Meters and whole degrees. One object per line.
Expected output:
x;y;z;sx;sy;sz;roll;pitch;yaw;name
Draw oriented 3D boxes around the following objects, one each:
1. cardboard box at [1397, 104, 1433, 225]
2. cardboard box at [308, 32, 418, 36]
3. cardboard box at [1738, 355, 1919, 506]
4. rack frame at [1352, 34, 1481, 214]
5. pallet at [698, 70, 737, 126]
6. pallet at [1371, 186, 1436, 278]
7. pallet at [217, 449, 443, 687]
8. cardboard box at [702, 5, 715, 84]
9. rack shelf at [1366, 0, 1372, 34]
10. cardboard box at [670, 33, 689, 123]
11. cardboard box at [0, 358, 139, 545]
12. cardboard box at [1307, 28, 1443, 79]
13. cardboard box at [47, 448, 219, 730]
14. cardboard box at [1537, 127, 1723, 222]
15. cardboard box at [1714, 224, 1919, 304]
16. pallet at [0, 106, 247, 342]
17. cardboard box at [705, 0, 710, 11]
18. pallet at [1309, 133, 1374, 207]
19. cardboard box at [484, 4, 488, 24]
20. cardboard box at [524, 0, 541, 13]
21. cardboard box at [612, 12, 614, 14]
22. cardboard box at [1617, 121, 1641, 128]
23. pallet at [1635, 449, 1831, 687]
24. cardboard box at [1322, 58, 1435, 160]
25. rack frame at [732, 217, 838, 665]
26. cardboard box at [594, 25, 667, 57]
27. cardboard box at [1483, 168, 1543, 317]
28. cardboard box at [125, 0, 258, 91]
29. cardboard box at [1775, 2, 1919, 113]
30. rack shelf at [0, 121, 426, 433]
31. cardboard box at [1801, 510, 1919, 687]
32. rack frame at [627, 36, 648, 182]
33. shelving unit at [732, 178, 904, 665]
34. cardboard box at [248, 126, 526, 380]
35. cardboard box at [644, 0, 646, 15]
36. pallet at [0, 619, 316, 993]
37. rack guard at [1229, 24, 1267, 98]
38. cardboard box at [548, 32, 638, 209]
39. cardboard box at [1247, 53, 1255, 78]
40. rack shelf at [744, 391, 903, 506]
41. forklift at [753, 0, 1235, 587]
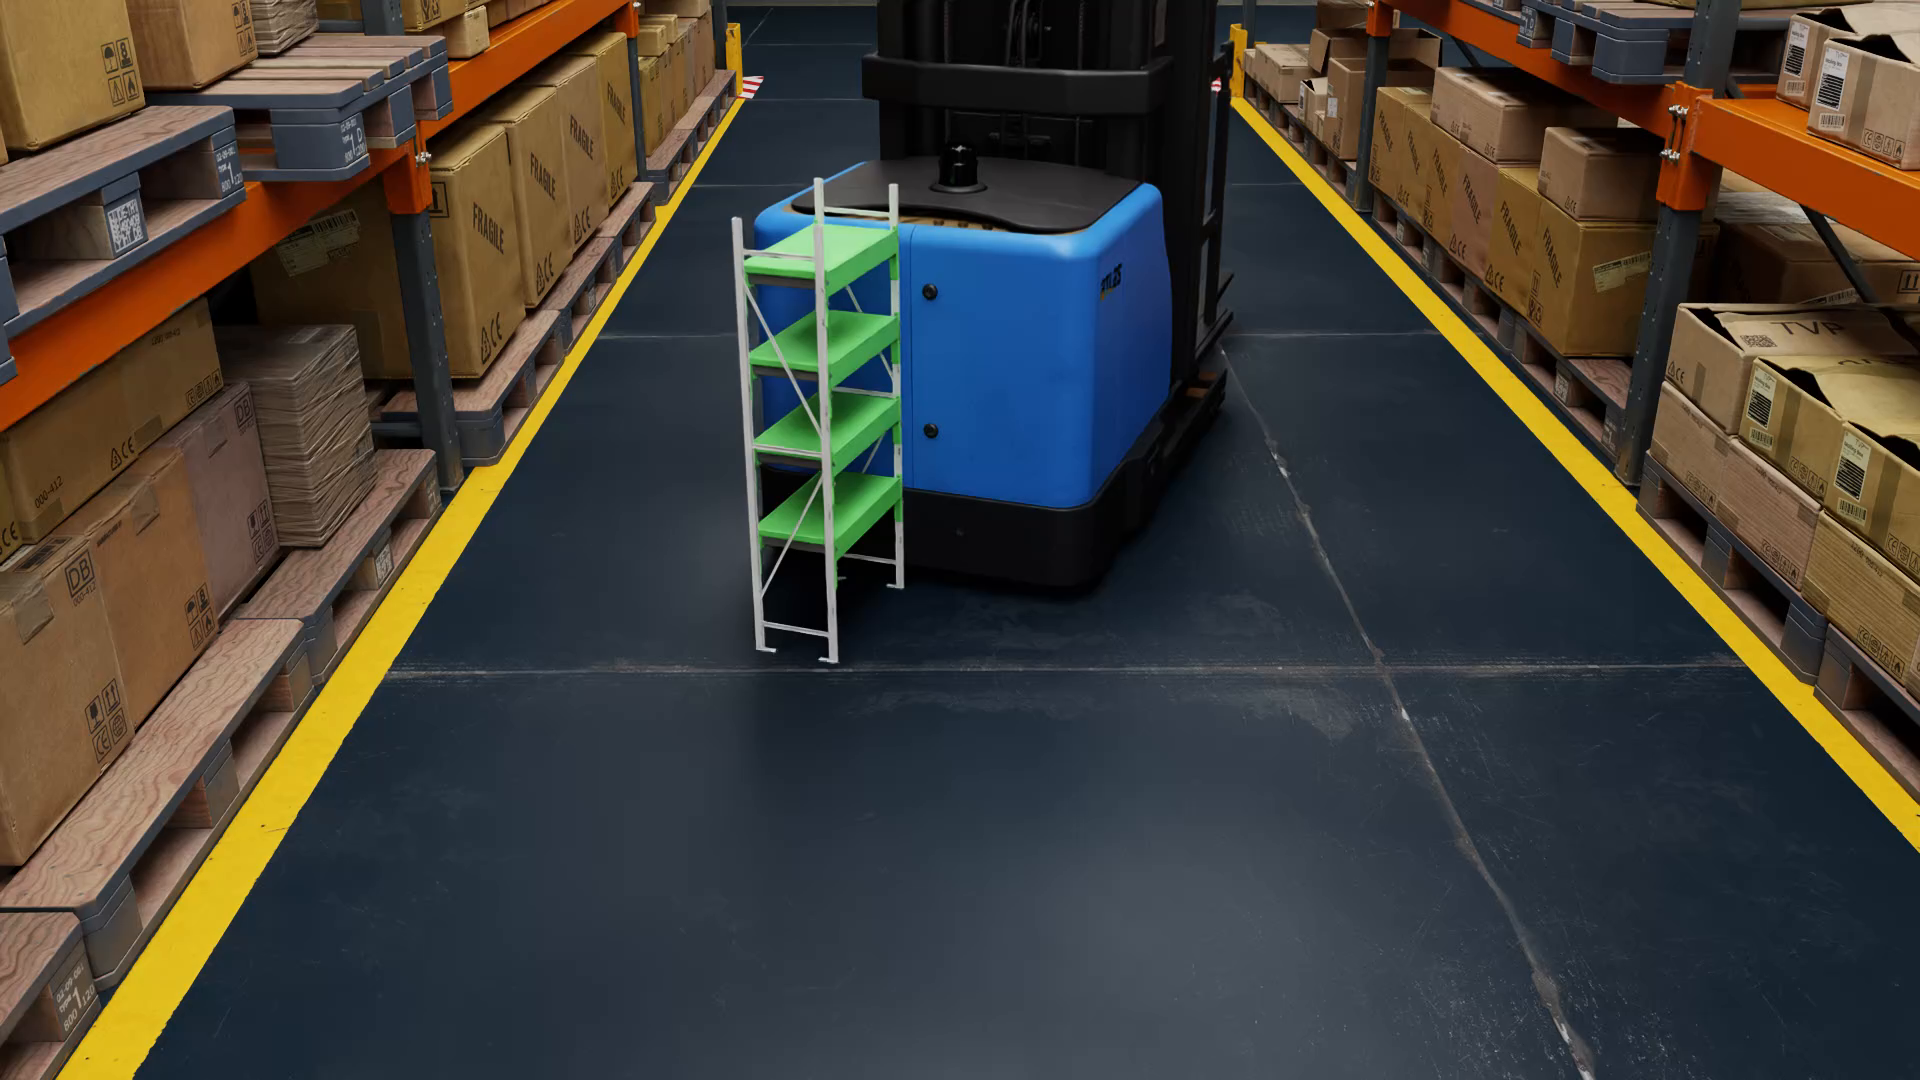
2.491;-1.857;8.215;0.500;0.500;0.500;0;24;0;cardboard box
-1.969;-1.575;5.372;0.380;0.149;0.250;-1;24;-1;cardboard box
2.482;-0.328;4.481;0.500;0.311;0.500;-1;24;-2;cardboard box
2.712;-3.215;8.720;1.000;3.000;0.127;0;24;-1;rack frame
-2.198;-3.240;12.158;1.003;0.211;1.213;0;24;-1;pallet
2.759;-1.610;8.554;1.003;0.211;1.213;0;24;-1;pallet
-2.190;0.049;4.885;1.003;0.211;1.213;0;24;-1;pallet
-2.177;-3.604;12.103;0.700;0.500;0.500;0;24;-1;cardboard box
2.691;-3.712;10.690;1.077;0.370;4.000;0;24;-1;rack shelf
-2.152;-2.971;10.703;0.700;0.500;0.500;0;24;1;cardboard box
-2.183;-0.203;3.649;0.500;0.250;0.500;0;24;-1;cardboard box
2.687;-3.053;10.855;0.797;0.503;0.637;0;24;-1;cardboard box
-2.214;0.109;3.869;0.700;0.500;0.500;0;24;-1;cardboard box
2.506;-1.378;6.246;0.500;0.250;0.500;1;24;1;cardboard box
3.037;-0.818;5.917;0.500;0.500;0.500;1;24;2;cardboard box
-2.135;-0.641;3.259;1.003;0.211;1.213;0;24;-1;pallet
-1.993;-3.848;11.854;0.380;0.149;0.250;-1;24;-1;cardboard box
2.706;-2.228;9.920;1.003;0.211;1.213;0;24;-1;pallet
-2.019;-1.999;6.309;0.380;0.149;0.250;0;24;1;cardboard box
-1.993;-2.315;7.009;0.380;0.149;0.250;0;24;1;cardboard box
-2.360;-3.324;10.696;0.380;0.149;0.250;-1;24;-2;cardboard box
3.006;-1.665;7.790;0.500;0.500;0.500;0;24;0;cardboard box
2.726;0.043;4.899;1.003;0.211;1.213;0;24;-1;pallet
2.423;-2.511;9.660;0.500;0.500;0.500;0;24;-1;cardboard box
-0.446;-0.229;4.300;0.240;1.200;0.015;8;26;18;rack frame
-1.968;-2.990;9.958;0.380;0.149;0.250;1;24;1;cardboard box
2.506;-1.226;6.821;0.500;0.500;0.500;-1;24;-2;cardboard box
-2.149;-1.366;3.974;0.700;0.500;0.500;-3;24;-6;cardboard box
2.716;-1.377;4.762;0.500;0.311;0.500;1;24;3;cardboard box
-2.176;-0.392;3.349;1.077;0.370;4.000;0;24;-1;rack shelf
2.486;0.133;4.144;0.500;0.250;0.500;-1;24;-2;cardboard box
-2.241;-3.192;8.667;1.000;3.000;0.127;0;24;-1;rack frame
-0.363;-0.323;4.509;0.258;1.200;0.503;8;26;18;shelving unit
-2.074;-1.059;6.050;0.750;0.750;0.750;-1;24;-1;cardboard box
-2.372;-3.742;11.620;0.380;0.149;0.250;0;24;0;cardboard box
-2.180;0.551;3.776;1.003;0.211;1.213;0;24;-1;pallet
2.670;-3.694;12.810;1.175;0.500;0.348;0;24;-1;rack guard
-2.104;-2.136;8.432;0.750;0.750;0.750;0;24;0;cardboard box
2.332;-3.496;12.244;0.380;0.166;0.250;0;24;-1;cardboard box
-0.363;-0.265;4.535;0.258;0.148;0.480;8;26;18;rack shelf
0.372;-1.783;5.635;1.130;2.935;3.031;8;26;18;forklift
